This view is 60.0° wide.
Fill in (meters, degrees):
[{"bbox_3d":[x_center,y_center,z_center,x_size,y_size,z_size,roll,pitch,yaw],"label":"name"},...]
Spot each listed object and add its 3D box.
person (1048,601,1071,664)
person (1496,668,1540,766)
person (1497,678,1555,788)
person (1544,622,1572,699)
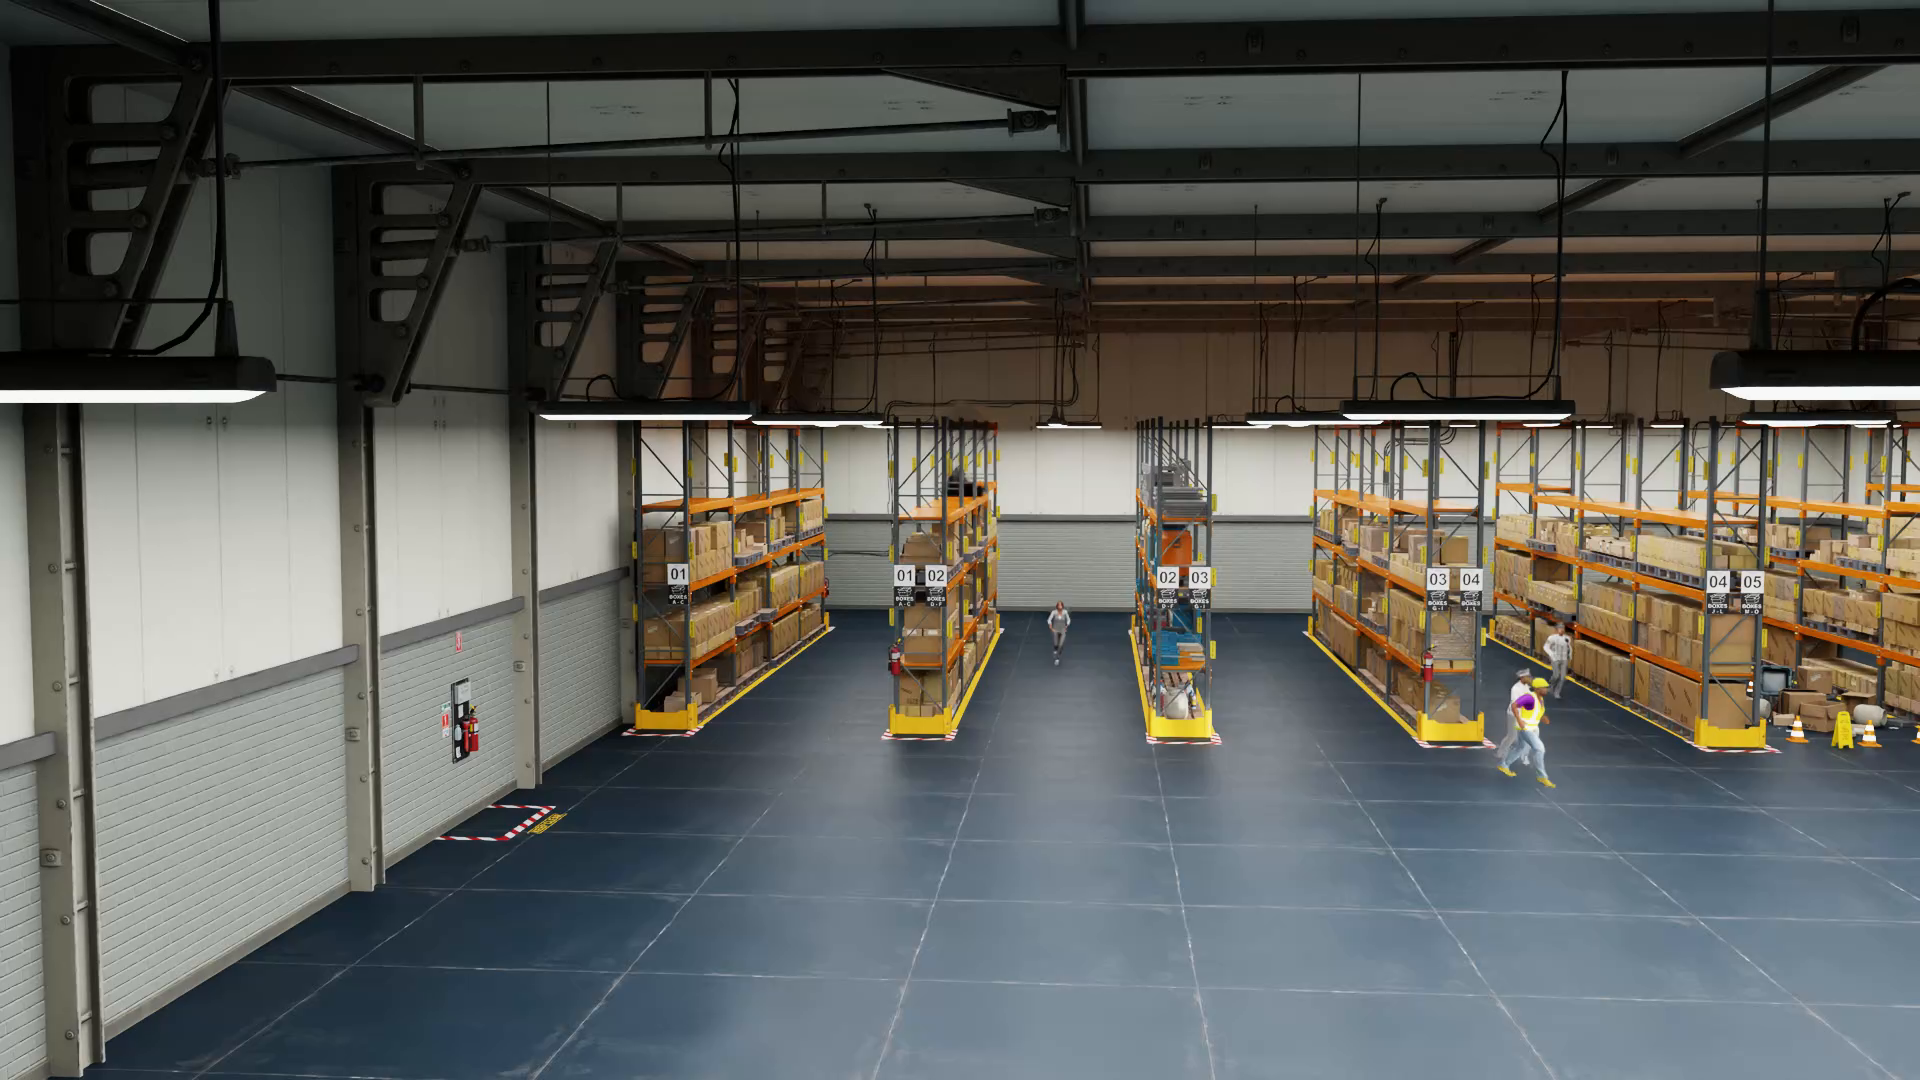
[{"bbox_3d":[2.448,2.287,40.998,0.552,1.545,0.533,0,4,-1],"label":"person"},{"bbox_3d":[9.585,3.021,28.519,0.602,1.693,0.809,-3,5,-43],"label":"person"},{"bbox_3d":[9.204,3.091,27.021,1.007,1.744,0.735,3,5,40],"label":"person"},{"bbox_3d":[12.837,2.570,35.610,0.595,1.652,0.539,0,4,0],"label":"person"}]
